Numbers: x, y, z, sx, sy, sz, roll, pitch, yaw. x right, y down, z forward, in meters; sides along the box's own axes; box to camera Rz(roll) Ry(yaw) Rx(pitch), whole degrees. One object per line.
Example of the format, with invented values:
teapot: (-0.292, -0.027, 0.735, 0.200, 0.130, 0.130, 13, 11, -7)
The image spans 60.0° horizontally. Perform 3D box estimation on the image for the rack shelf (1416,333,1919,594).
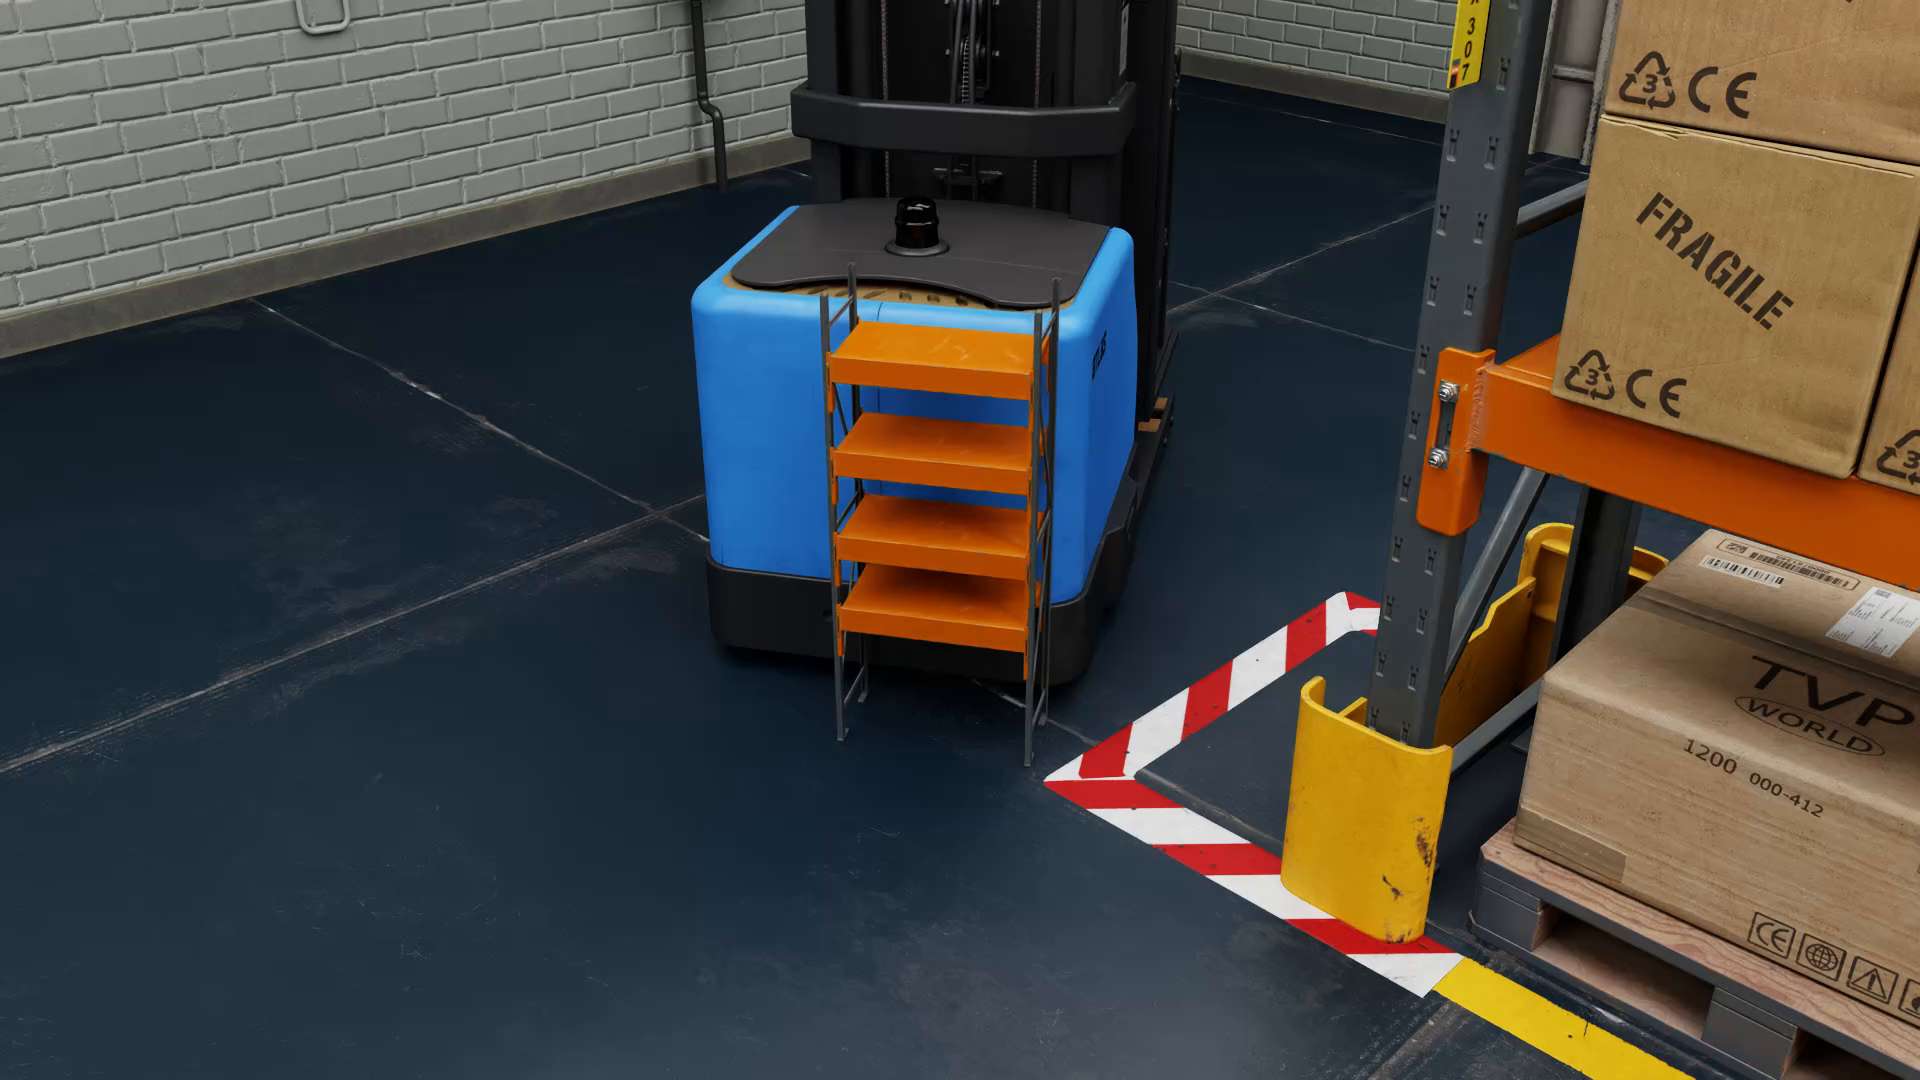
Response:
rack shelf: (2.677, 0.287, 2.254, 4.000, 0.370, 1.077, 25, 36, 38)

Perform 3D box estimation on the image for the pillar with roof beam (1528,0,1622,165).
pillar with roof beam: (0.419, -4.738, 4.591, 0.400, 9.000, 9.100, 25, 36, 38)

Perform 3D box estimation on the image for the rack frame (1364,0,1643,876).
rack frame: (1.251, -0.684, 3.327, 0.127, 3.000, 1.000, 25, 36, 38)

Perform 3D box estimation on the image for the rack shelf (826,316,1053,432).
rack shelf: (-0.042, -0.390, 3.857, 0.480, 0.148, 0.258, 6, 28, 12)

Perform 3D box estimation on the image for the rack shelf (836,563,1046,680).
rack shelf: (-0.042, 0.194, 4.164, 0.480, 0.148, 0.258, 6, 28, 12)

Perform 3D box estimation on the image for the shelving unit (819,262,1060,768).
shelving unit: (-0.042, -0.042, 4.040, 0.503, 1.200, 0.258, 6, 28, 12)

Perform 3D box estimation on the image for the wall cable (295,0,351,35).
wall cable: (-2.786, -2.979, 6.568, 0.123, 1.953, 0.585, 25, 36, 38)

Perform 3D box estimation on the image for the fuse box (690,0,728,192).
fuse box: (-1.210, -2.595, 8.347, 0.414, 1.711, 0.539, 25, 36, 38)

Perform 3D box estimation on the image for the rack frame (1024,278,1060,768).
rack frame: (0.196, -0.016, 3.991, 0.015, 1.200, 0.240, 6, 28, 12)

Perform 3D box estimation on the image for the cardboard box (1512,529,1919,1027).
cardboard box: (1.791, 0.447, 3.479, 0.875, 0.438, 0.875, 23, 36, 37)

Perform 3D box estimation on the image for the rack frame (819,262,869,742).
rack frame: (-0.279, -0.068, 4.090, 0.015, 1.200, 0.240, 6, 28, 12)

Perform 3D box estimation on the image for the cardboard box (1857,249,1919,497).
cardboard box: (1.772, -0.320, 2.529, 0.500, 0.500, 0.500, 24, 36, 38)

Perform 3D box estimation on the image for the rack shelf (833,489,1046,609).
rack shelf: (-0.042, 0.018, 4.072, 0.480, 0.148, 0.258, 6, 28, 12)

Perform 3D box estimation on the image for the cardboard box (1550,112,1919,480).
cardboard box: (1.392, -0.476, 2.825, 0.500, 0.500, 0.500, 24, 36, 38)

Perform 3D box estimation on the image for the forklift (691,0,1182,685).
forklift: (0.144, -1.583, 5.110, 1.130, 2.935, 3.031, 6, 28, 12)

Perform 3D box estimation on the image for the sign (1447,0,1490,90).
sign: (0.857, -0.920, 2.761, 0.005, 0.325, 0.100, 25, 36, 38)

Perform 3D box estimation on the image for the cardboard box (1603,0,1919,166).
cardboard box: (1.393, -0.919, 2.594, 0.500, 0.500, 0.500, 24, 36, 37)

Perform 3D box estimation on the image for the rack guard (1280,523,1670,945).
rack guard: (1.234, 0.415, 3.924, 0.348, 0.500, 1.175, 25, 36, 38)

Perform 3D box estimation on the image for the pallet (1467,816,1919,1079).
pallet: (1.876, 0.786, 3.529, 1.213, 0.211, 1.003, 25, 36, 38)

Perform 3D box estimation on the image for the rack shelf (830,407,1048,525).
rack shelf: (-0.042, -0.180, 3.967, 0.480, 0.148, 0.258, 6, 28, 12)
